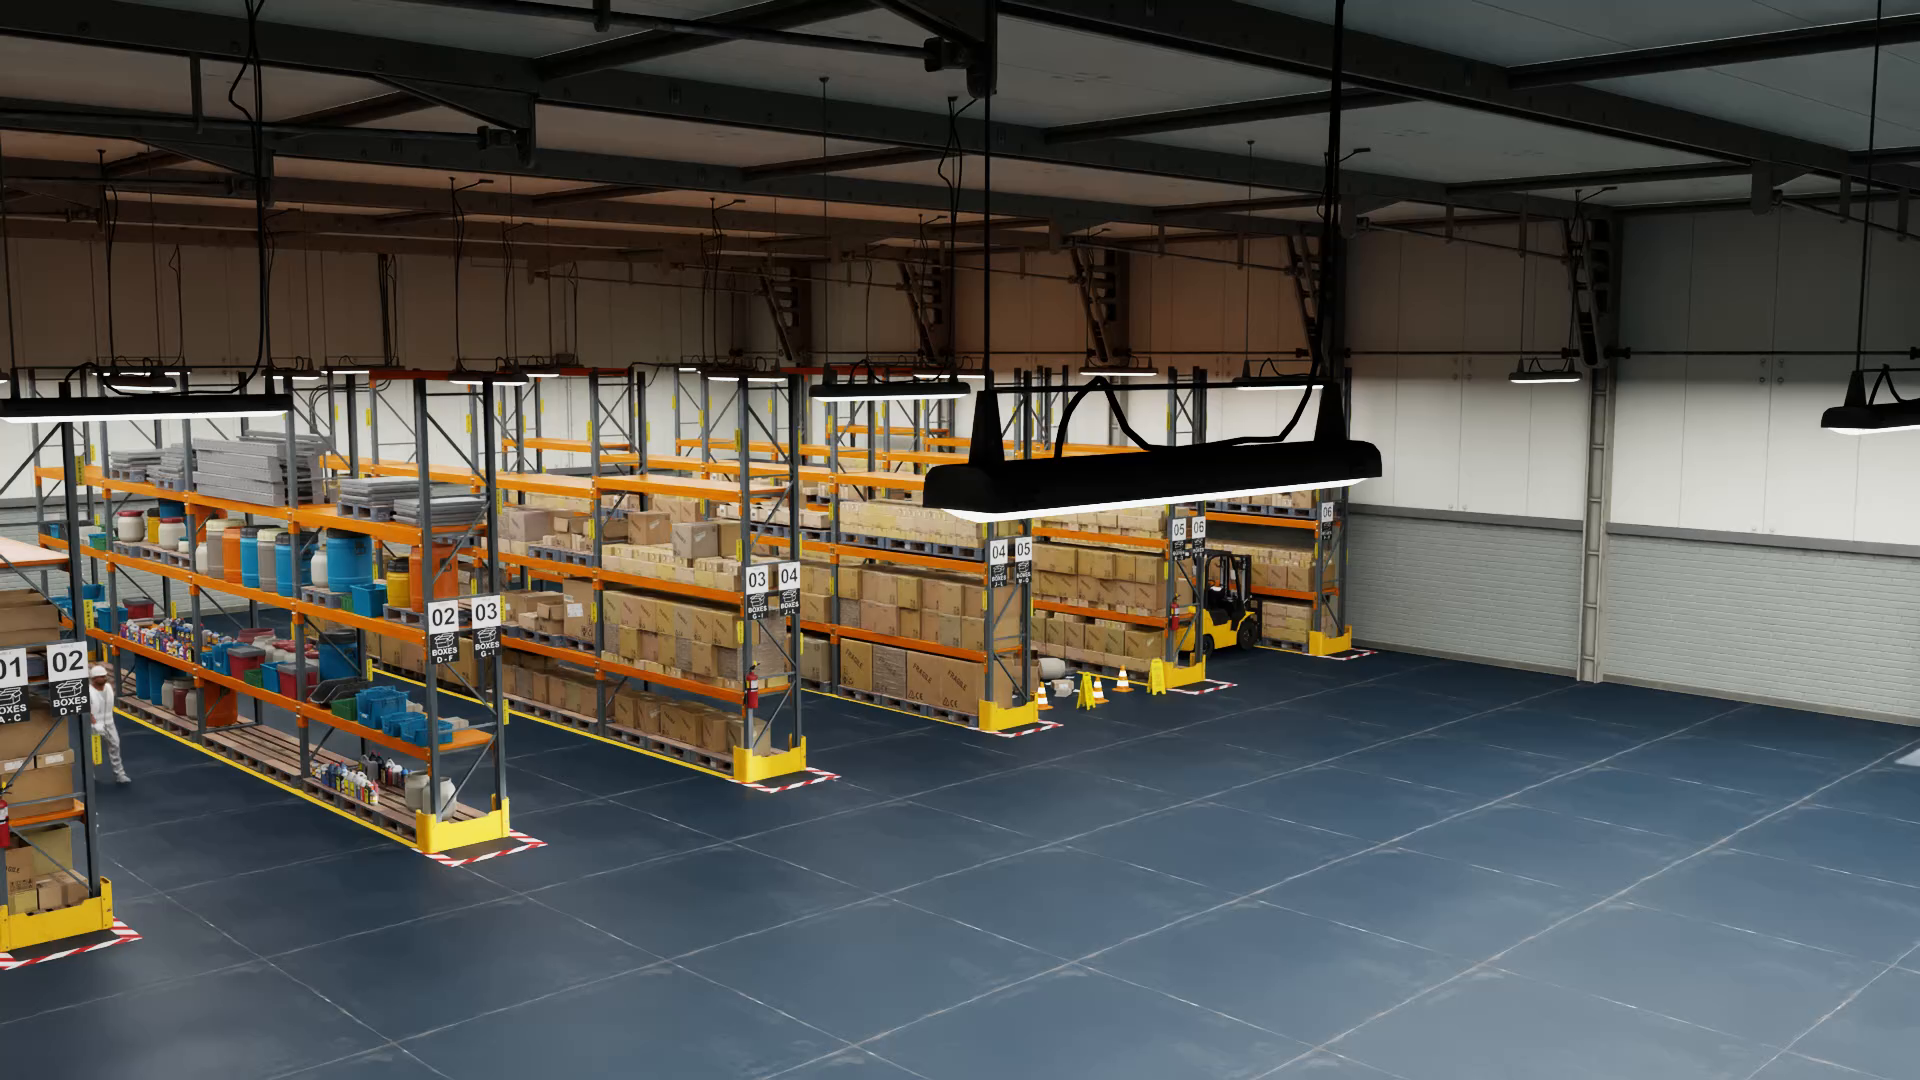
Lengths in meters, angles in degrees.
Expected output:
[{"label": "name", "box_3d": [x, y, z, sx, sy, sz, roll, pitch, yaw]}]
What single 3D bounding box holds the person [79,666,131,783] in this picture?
[{"label": "person", "box_3d": [-12.572, 2.702, 24.412, 1.027, 1.716, 0.552, 4, 7, 29]}]
